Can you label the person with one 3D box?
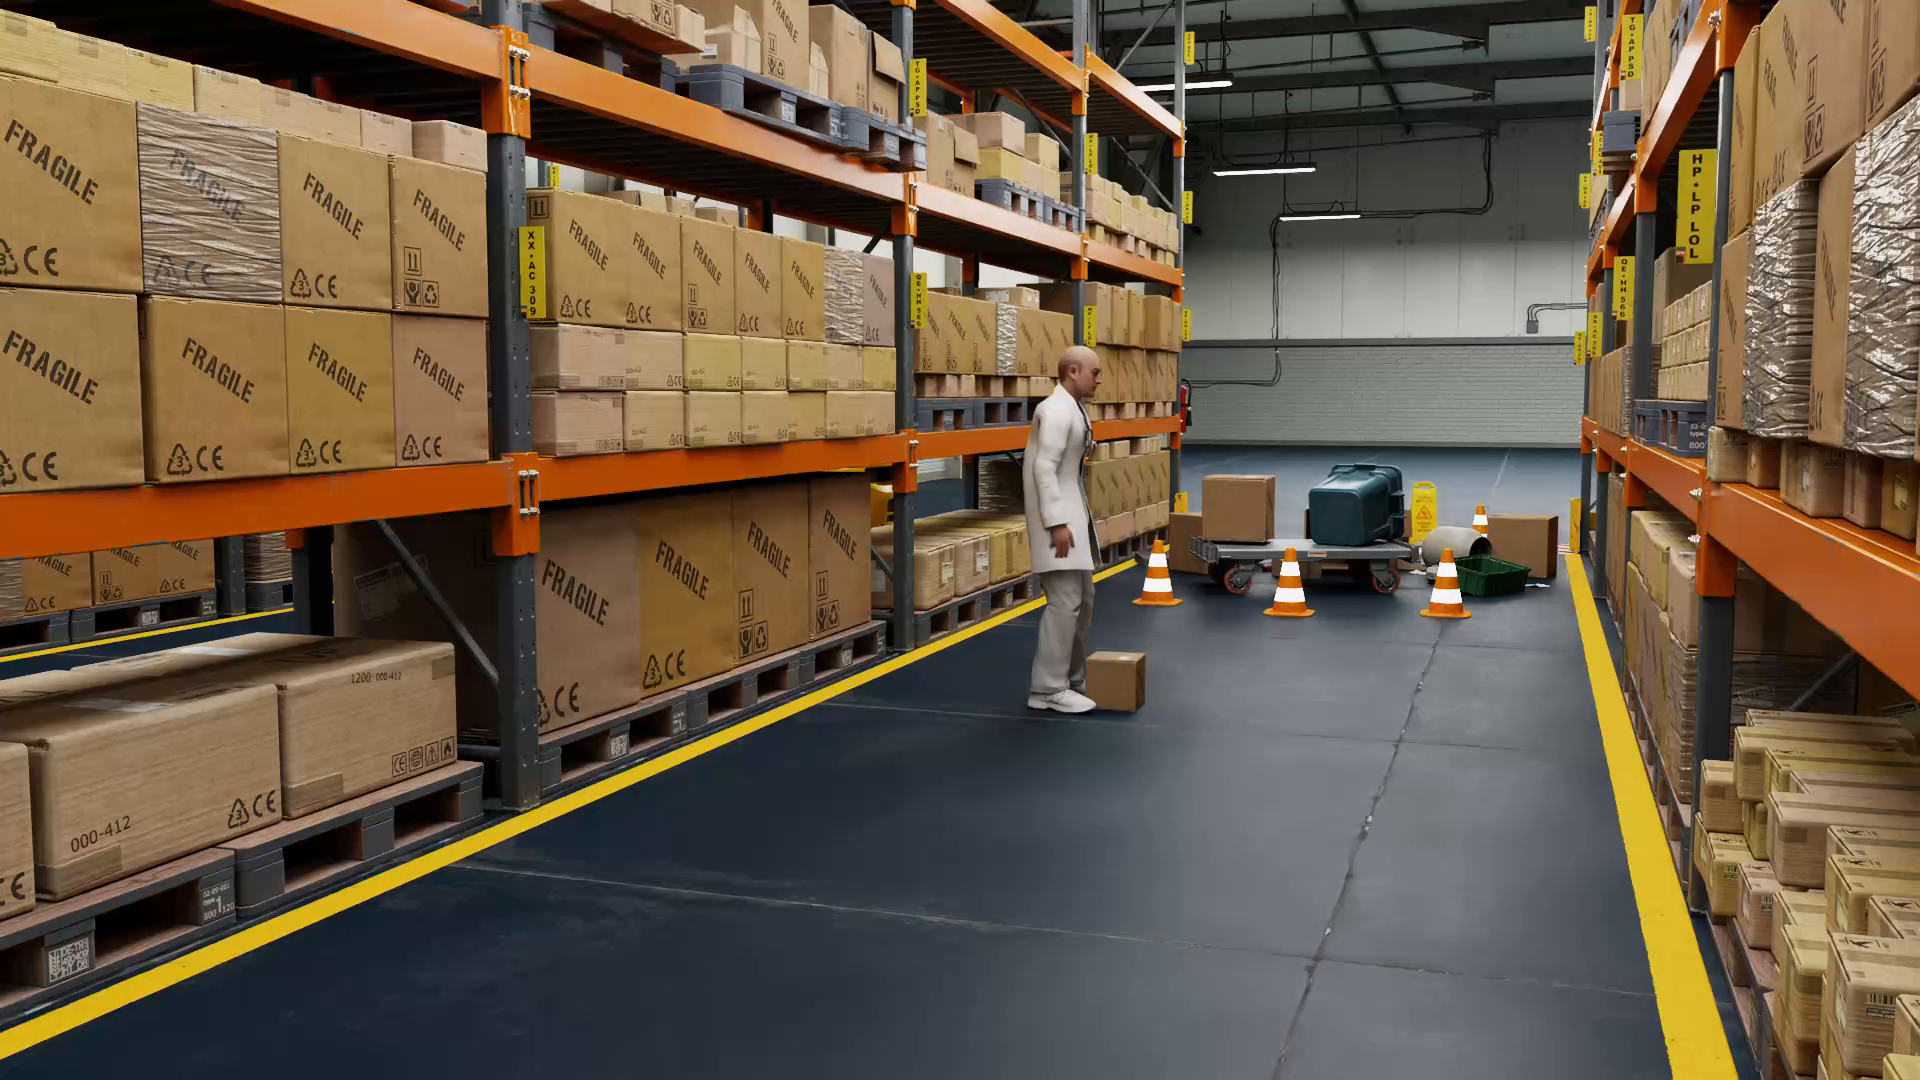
[{"bbox_3d":[0.528,-0.069,8.218,0.429,1.772,0.643,1,5,16],"label":"person"}]
